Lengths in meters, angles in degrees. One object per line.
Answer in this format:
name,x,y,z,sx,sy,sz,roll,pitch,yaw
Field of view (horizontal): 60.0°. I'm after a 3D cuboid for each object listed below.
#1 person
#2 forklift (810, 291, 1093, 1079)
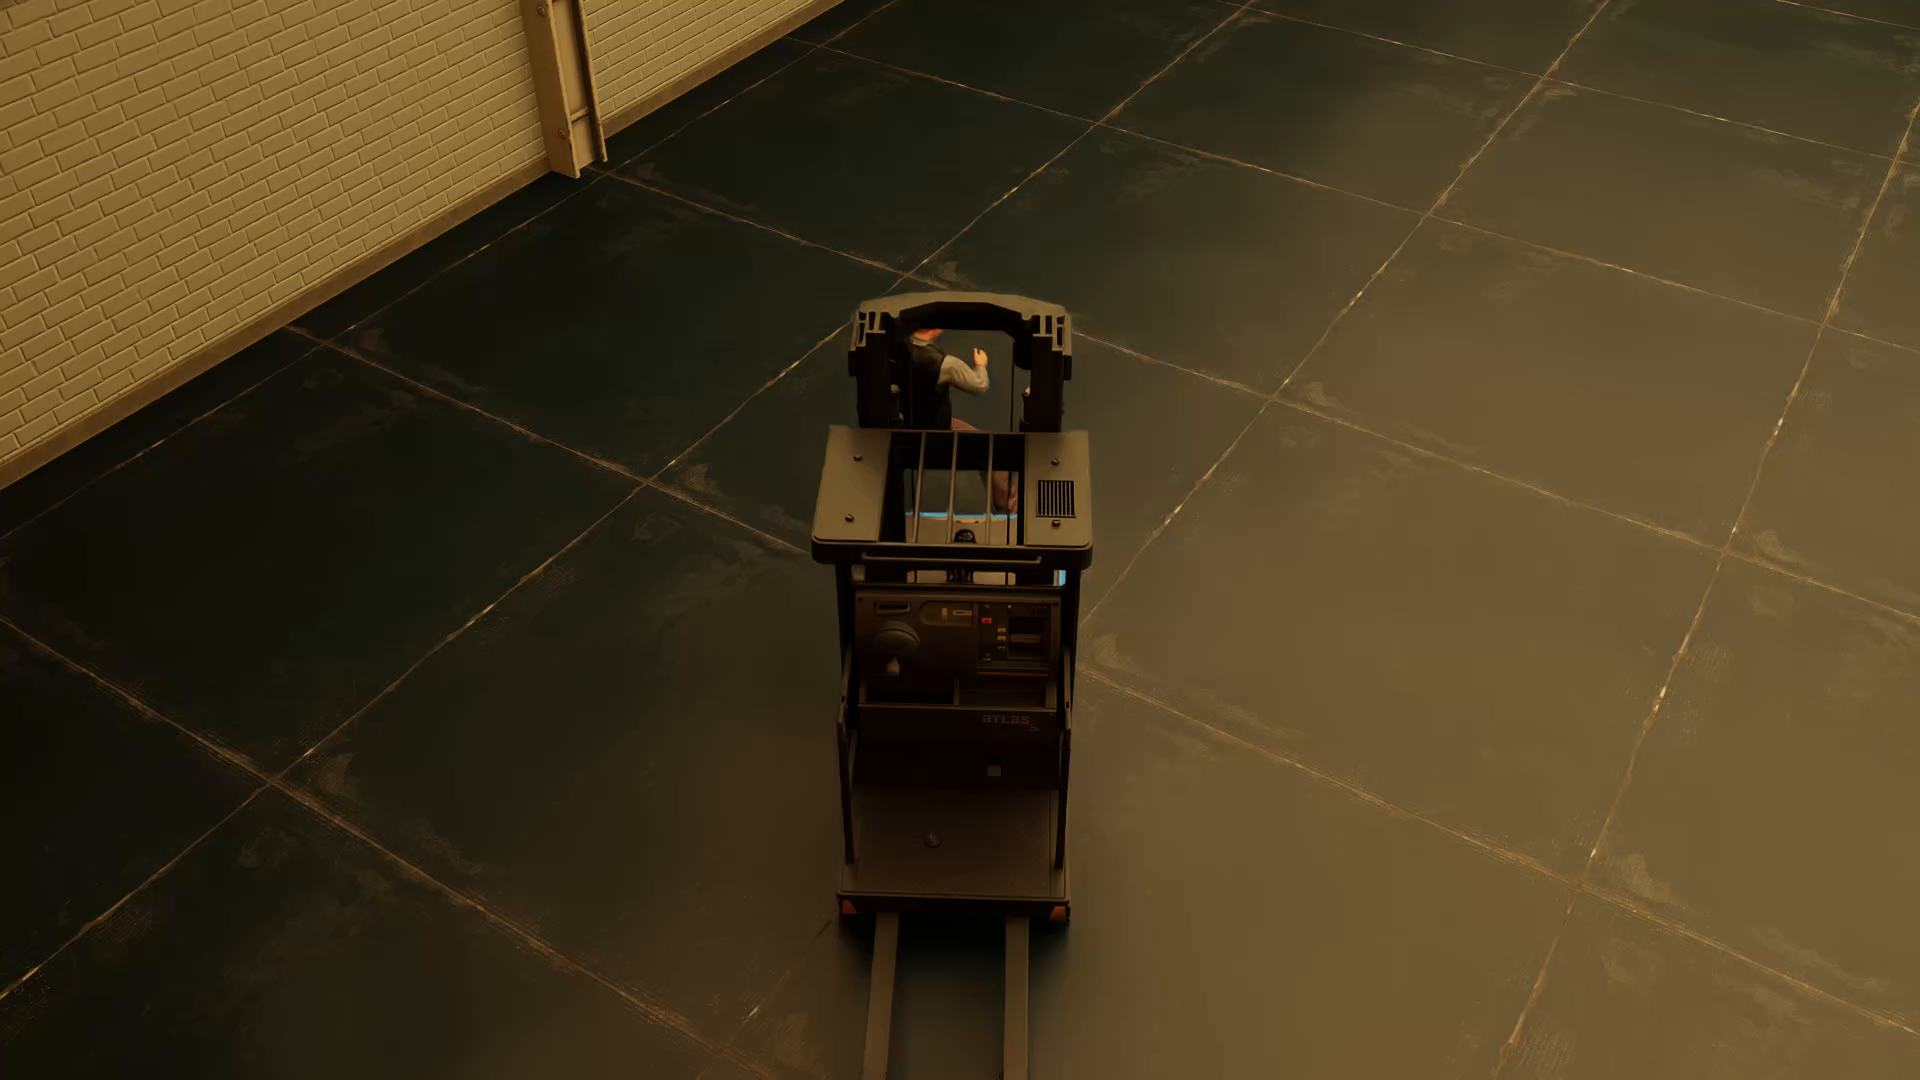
person,-0.195,-0.841,10.071,1.213,1.496,0.701,24,46,26
forklift,-0.017,0.509,7.366,1.130,2.935,3.031,1,40,2
